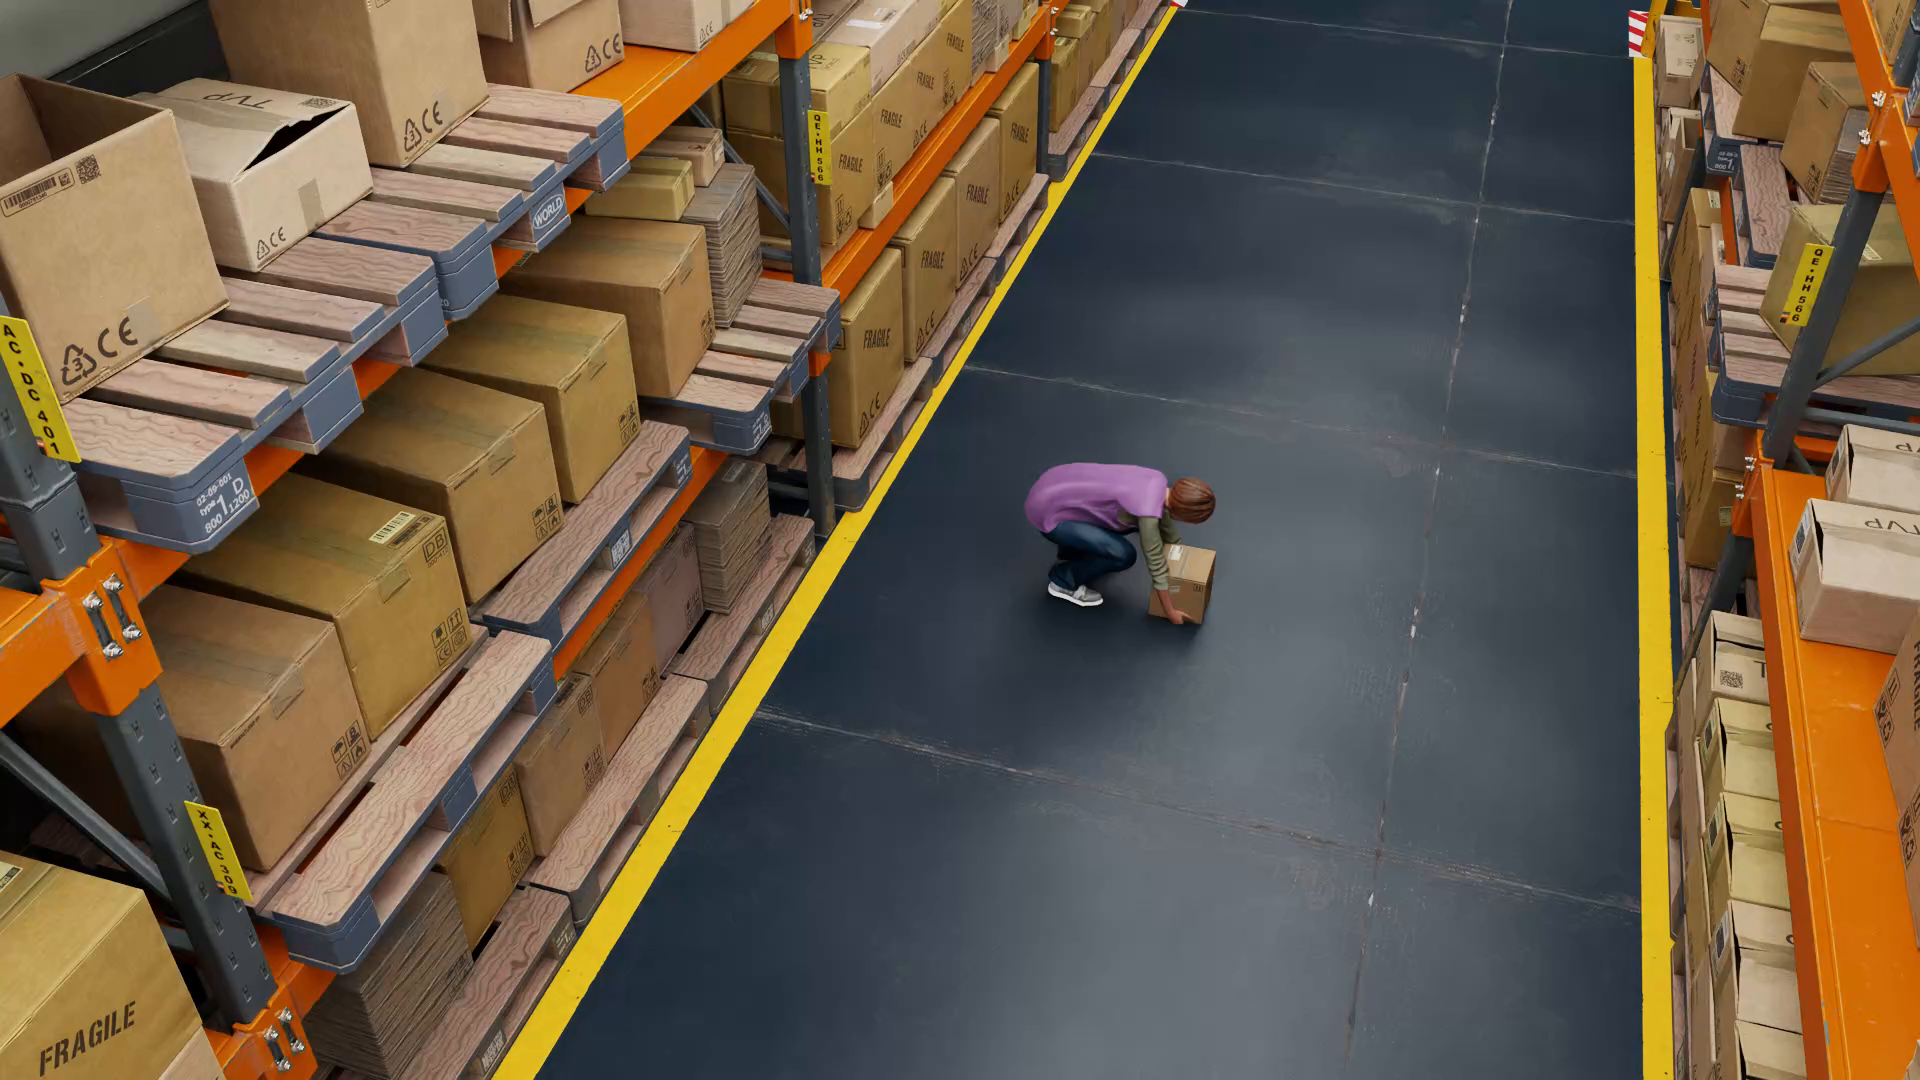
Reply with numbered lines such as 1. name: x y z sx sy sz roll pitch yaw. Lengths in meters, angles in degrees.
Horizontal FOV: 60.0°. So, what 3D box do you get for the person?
1. person: 0.727 -0.029 7.699 0.864 0.697 0.422 10 39 13
